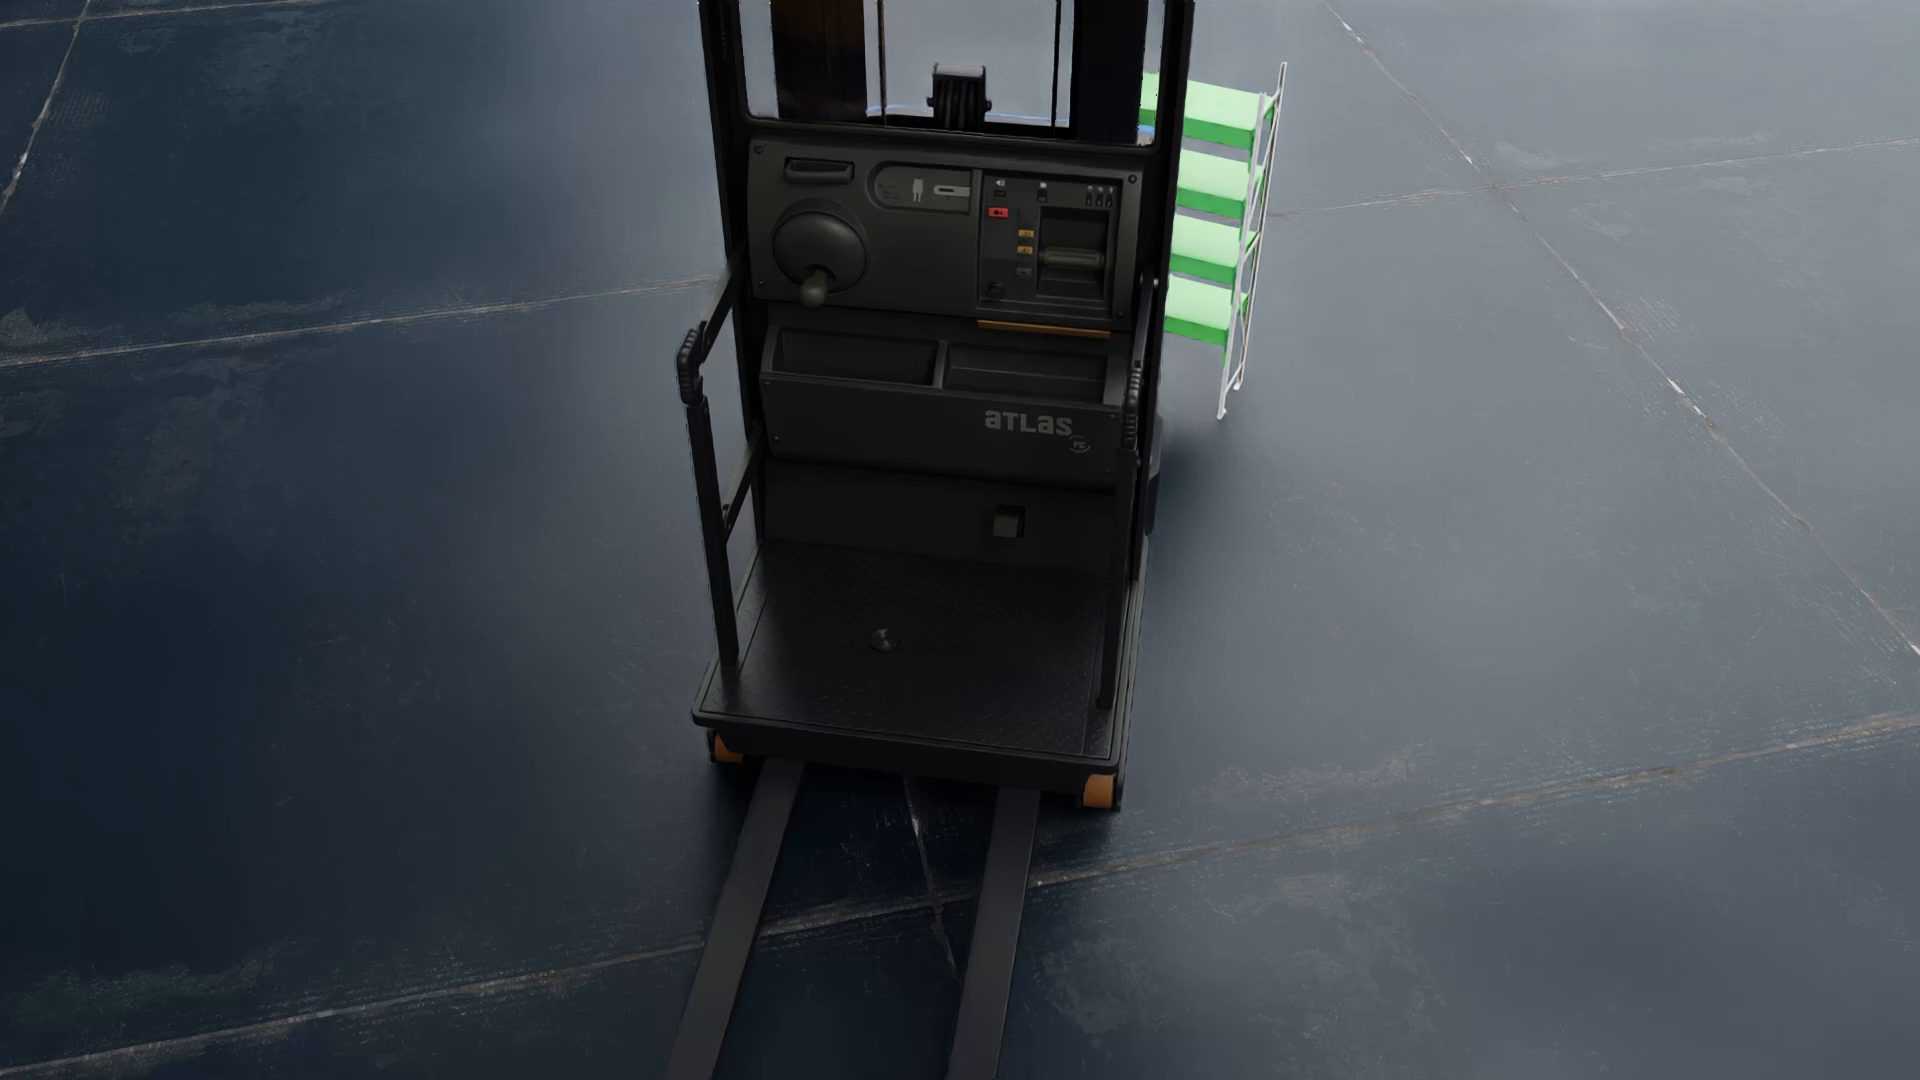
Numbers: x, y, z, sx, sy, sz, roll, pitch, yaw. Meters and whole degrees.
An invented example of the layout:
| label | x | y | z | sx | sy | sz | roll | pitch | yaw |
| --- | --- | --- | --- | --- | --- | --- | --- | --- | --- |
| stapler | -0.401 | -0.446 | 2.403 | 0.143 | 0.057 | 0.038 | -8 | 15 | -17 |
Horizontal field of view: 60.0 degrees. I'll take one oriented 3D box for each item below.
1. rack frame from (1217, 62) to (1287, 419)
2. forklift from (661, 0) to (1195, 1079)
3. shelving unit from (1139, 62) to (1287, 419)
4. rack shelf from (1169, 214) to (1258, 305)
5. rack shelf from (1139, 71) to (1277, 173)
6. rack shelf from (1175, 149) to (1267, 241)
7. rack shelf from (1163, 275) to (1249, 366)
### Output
| label | x | y | z | sx | sy | sz | roll | pitch | yaw |
| --- | --- | --- | --- | --- | --- | --- | --- | --- | --- |
| rack frame | 0.942 | -0.939 | 5.403 | 0.015 | 1.200 | 0.240 | 17 | 44 | 18 |
| forklift | -0.074 | -0.640 | 3.763 | 1.130 | 2.935 | 3.031 | 6 | 42 | 7 |
| shelving unit | 0.721 | -1.007 | 5.479 | 0.503 | 1.200 | 0.258 | 17 | 44 | 18 |
| rack shelf | 0.721 | -0.959 | 5.521 | 0.480 | 0.148 | 0.258 | 17 | 44 | 18 |
| rack shelf | 0.722 | -1.320 | 5.205 | 0.480 | 0.148 | 0.258 | 17 | 44 | 18 |
| rack shelf | 0.721 | -1.140 | 5.363 | 0.480 | 0.148 | 0.258 | 17 | 44 | 18 |
| rack shelf | 0.720 | -0.779 | 5.679 | 0.480 | 0.148 | 0.258 | 17 | 44 | 18 |
